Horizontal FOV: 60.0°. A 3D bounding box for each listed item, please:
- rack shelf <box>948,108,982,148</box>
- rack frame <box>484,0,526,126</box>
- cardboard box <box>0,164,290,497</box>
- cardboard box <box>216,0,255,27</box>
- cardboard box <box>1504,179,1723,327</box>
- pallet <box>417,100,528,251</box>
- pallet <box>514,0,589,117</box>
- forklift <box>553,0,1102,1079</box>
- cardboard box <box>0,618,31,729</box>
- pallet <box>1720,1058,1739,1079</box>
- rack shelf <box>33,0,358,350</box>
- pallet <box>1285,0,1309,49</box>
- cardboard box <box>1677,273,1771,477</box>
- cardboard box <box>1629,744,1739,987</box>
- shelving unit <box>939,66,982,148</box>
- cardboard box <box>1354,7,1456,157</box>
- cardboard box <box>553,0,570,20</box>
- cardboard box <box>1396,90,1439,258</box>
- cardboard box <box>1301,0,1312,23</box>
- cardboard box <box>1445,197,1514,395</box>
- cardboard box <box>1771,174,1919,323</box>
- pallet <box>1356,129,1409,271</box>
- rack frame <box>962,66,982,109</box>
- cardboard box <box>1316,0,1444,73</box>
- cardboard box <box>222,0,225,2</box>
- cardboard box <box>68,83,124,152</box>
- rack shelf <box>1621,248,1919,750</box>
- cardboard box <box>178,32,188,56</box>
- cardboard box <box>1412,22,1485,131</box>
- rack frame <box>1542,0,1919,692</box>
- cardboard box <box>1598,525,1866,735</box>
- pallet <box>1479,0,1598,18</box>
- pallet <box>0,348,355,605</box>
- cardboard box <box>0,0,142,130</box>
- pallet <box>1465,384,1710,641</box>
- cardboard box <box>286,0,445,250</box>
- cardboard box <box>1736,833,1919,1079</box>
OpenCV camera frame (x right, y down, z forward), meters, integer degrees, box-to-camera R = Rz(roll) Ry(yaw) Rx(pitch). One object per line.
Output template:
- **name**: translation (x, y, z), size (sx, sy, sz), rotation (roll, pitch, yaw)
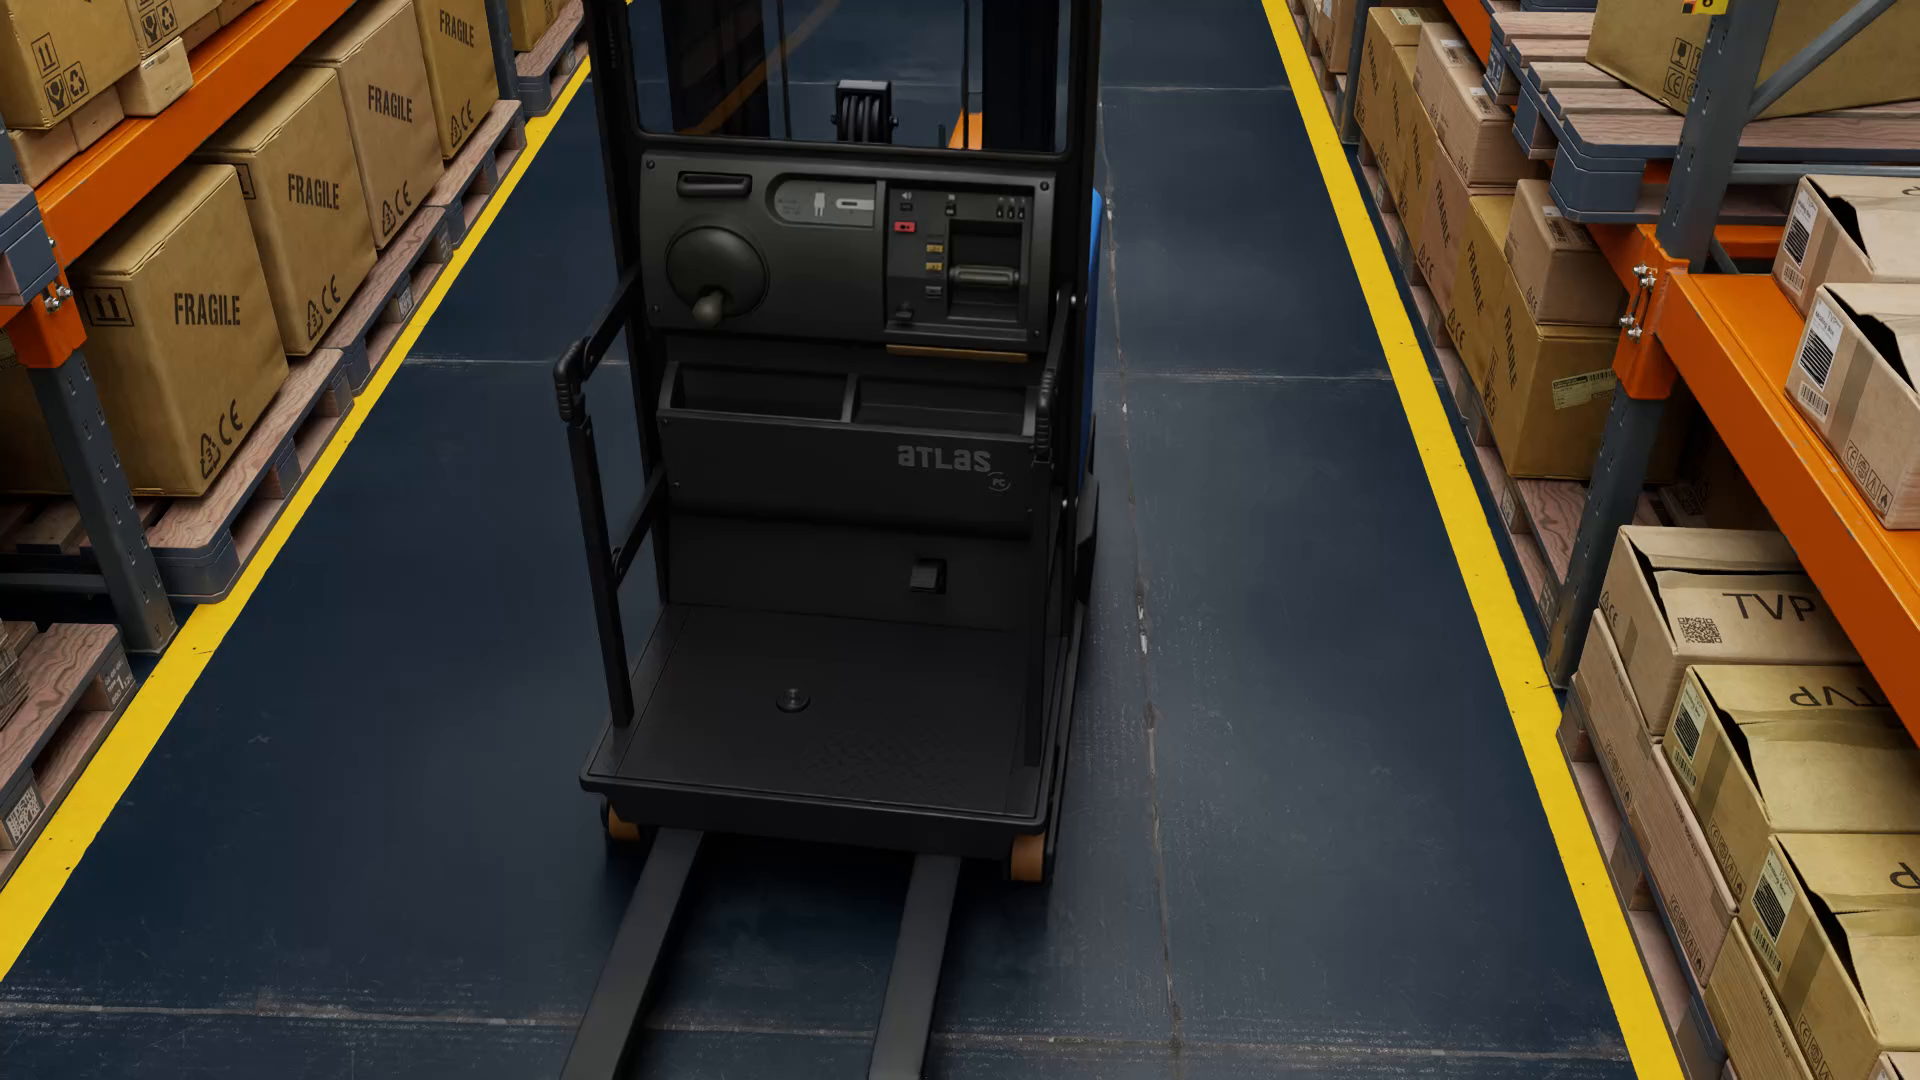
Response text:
- **rack shelf**: translation (0.091, -1.195, 5.223), size (0.258, 0.148, 0.480), rotation (5, 35, 6)
- **rack frame**: translation (-2.629, -3.238, 7.248), size (1.000, 3.000, 0.127), rotation (1, 35, 2)
- **cardboard box**: translation (-2.629, -0.651, 5.072), size (0.750, 0.750, 0.750), rotation (1, 35, 1)
- **cardboard box**: translation (-2.522, -1.769, 5.359), size (0.380, 0.149, 0.250), rotation (2, 35, 3)
- **cardboard box**: translation (1.961, -0.867, 5.013), size (0.500, 0.250, 0.500), rotation (3, 35, 4)
- **pallet**: translation (-2.585, -1.652, 7.417), size (1.003, 0.211, 1.213), rotation (1, 35, 2)
- **pallet**: translation (-2.521, -2.532, 8.669), size (1.003, 0.211, 1.213), rotation (1, 35, 2)
- **forklift**: translation (-0.284, -0.582, 3.529), size (1.130, 2.935, 3.031), rotation (5, 35, 6)
- **cardboard box**: translation (-2.767, 0.318, 3.980), size (0.700, 0.500, 0.500), rotation (2, 35, 3)
- **pallet**: translation (2.036, 1.485, 2.954), size (1.003, 0.211, 1.213), rotation (1, 35, 2)
- **rack shelf**: translation (-2.710, -1.794, 5.820), size (1.077, 0.370, 4.000), rotation (1, 35, 2)
- **pallet**: translation (2.395, -3.082, 9.451), size (1.003, 0.211, 1.213), rotation (1, 35, 2)
- **cardboard box**: translation (2.479, -0.540, 5.201), size (0.500, 0.500, 0.500), rotation (0, 35, 0)
- **cardboard box**: translation (1.826, 0.709, 3.659), size (0.500, 0.250, 0.500), rotation (0, 35, 1)
- **shelving unit**: translation (0.092, -0.873, 5.449), size (0.258, 1.200, 0.503), rotation (5, 35, 6)
- **cardboard box**: translation (2.058, -2.010, 7.293), size (0.500, 0.500, 0.500), rotation (0, 35, 0)
- **cardboard box**: translation (-2.473, -3.103, 8.865), size (0.700, 0.500, 0.500), rotation (1, 35, 1)
- **cardboard box**: translation (2.020, -1.417, 6.448), size (0.500, 0.500, 0.500), rotation (2, 35, 2)
- **cardboard box**: translation (2.090, -2.970, 8.823), size (0.500, 0.311, 0.500), rotation (1, 35, 2)
- **cardboard box**: translation (1.984, -0.825, 5.606), size (0.500, 0.500, 0.500), rotation (0, 35, 0)
- **cardboard box**: translation (2.102, -0.583, 3.548), size (0.500, 0.311, 0.500), rotation (3, 35, 5)
- **pallet**: translation (2.326, -1.516, 7.224), size (1.003, 0.211, 1.213), rotation (1, 35, 2)
- **rack frame**: translation (0.125, -1.012, 5.647), size (0.240, 1.200, 0.015), rotation (5, 35, 6)
- **cardboard box**: translation (2.060, -2.617, 8.156), size (0.500, 0.500, 0.500), rotation (1, 35, 2)
- **cardboard box**: translation (-2.463, -1.969, 5.080), size (0.500, 0.500, 0.500), rotation (1, 35, 2)
- **cardboard box**: translation (-2.527, -1.173, 4.512), size (0.380, 0.149, 0.250), rotation (2, 35, 3)
- **rack shelf**: translation (2.079, 0.616, 2.390), size (1.077, 0.370, 4.000), rotation (1, 35, 2)
- **cardboard box**: translation (-2.544, -1.471, 4.936), size (0.380, 0.149, 0.250), rotation (1, 35, 1)
- **cardboard box**: translation (2.017, -1.743, 6.260), size (0.500, 0.250, 0.500), rotation (1, 35, 2)
- **rack frame**: translation (2.160, -0.827, 3.818), size (1.000, 3.000, 0.127), rotation (1, 35, 2)
- **cardboard box**: translation (1.845, 0.191, 3.908), size (0.500, 0.311, 0.500), rotation (2, 35, 3)
- **pallet**: translation (2.233, -1.866, 5.463), size (1.003, 0.211, 1.213), rotation (1, 35, 2)
- **pallet**: translation (-2.683, -0.250, 5.422), size (1.003, 0.211, 1.213), rotation (1, 35, 2)
- **cardboard box**: translation (-2.515, -1.383, 4.247), size (0.500, 0.500, 0.500), rotation (2, 35, 3)
- **pallet**: translation (2.228, -0.114, 5.229), size (1.003, 0.211, 1.213), rotation (1, 35, 2)
- **cardboard box**: translation (-2.558, -1.643, 6.483), size (0.750, 0.750, 0.750), rotation (2, 35, 3)
- **cardboard box**: translation (1.810, 0.786, 3.062), size (0.500, 0.311, 0.500), rotation (0, 35, 1)
